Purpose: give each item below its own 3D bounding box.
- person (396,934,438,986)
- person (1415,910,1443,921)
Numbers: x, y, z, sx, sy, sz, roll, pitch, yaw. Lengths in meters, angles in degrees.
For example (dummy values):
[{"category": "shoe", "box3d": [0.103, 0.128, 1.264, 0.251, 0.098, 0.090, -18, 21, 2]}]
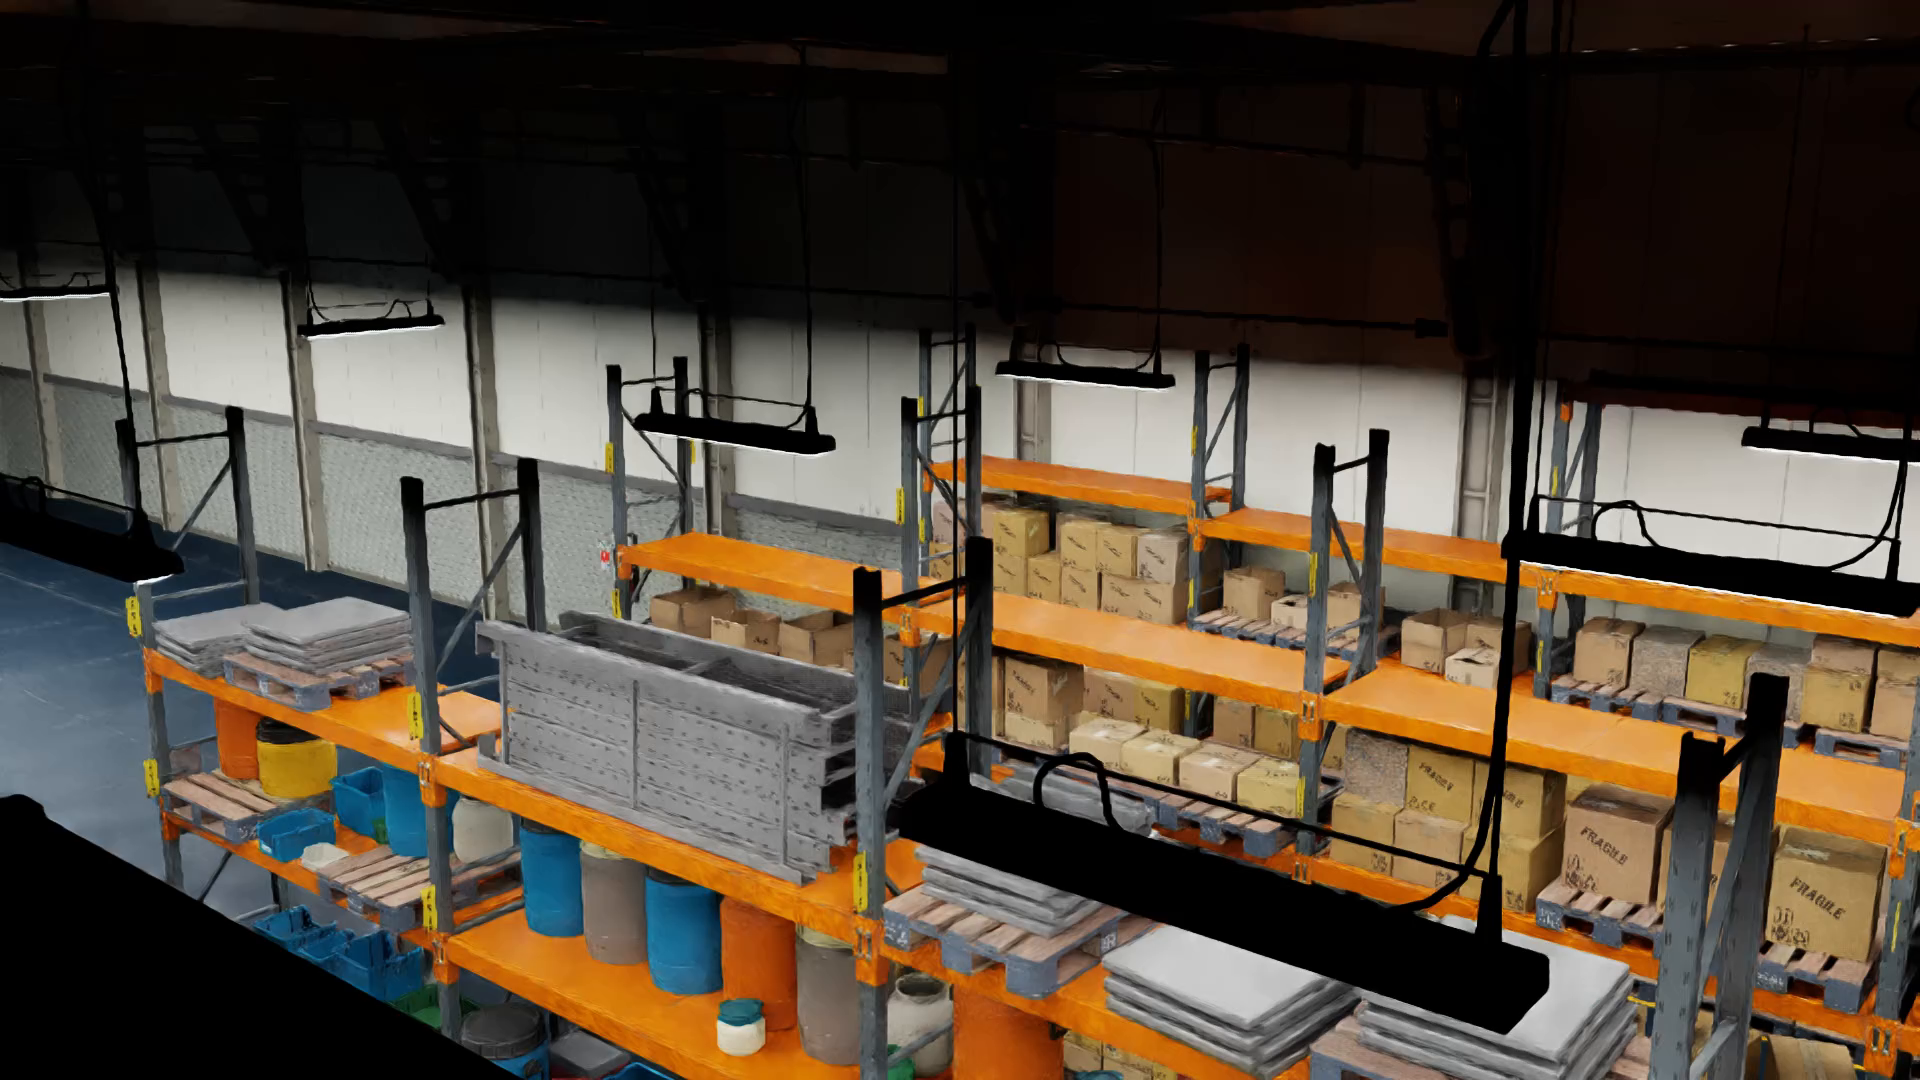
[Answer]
[{"category": "person", "box3d": [-5.133, 3.777, 15.786, 0.512, 1.661, 0.549, -3, 13, -13]}, {"category": "person", "box3d": [4.496, 3.830, 15.634, 0.512, 1.628, 0.639, 9, 16, 35]}]
